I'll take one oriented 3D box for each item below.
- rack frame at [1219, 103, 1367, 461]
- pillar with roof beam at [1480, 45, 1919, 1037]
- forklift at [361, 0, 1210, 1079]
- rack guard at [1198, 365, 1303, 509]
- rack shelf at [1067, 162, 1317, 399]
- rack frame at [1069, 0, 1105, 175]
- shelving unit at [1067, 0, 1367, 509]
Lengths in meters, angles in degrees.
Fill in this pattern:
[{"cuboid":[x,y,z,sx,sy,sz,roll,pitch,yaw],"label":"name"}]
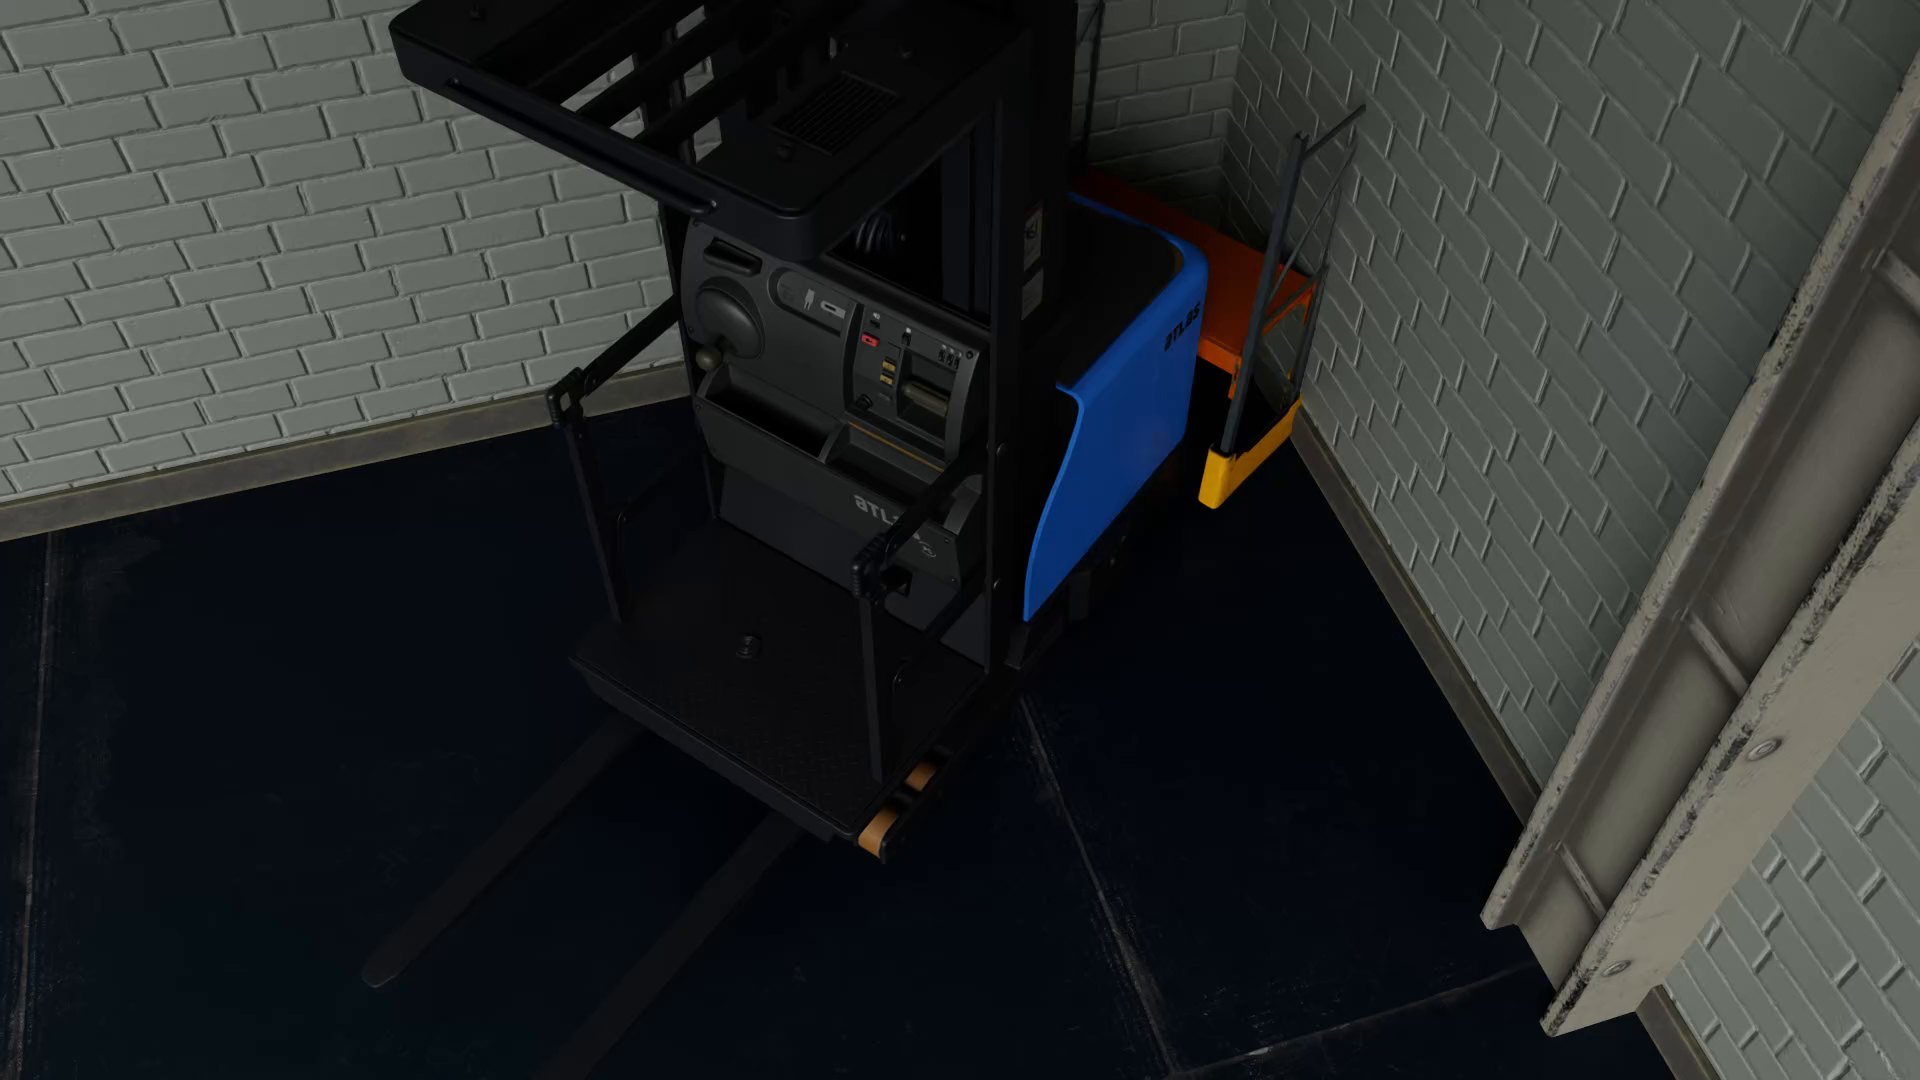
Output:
[{"cuboid":[1.077,-0.781,5.398,0.032,1.500,0.500,33,55,23],"label":"rack frame"},{"cuboid":[-2.399,-0.732,0.481,9.100,9.000,0.400,-13,51,-11],"label":"pillar with roof beam"},{"cuboid":[-0.472,-0.429,4.195,1.130,2.935,3.031,28,55,22],"label":"forklift"},{"cuboid":[1.047,-0.370,5.868,0.087,0.250,0.587,33,55,23],"label":"rack guard"},{"cuboid":[0.677,-0.917,5.732,1.000,0.185,0.538,33,55,23],"label":"rack shelf"},{"cuboid":[0.293,-1.290,5.796,0.032,1.500,0.500,33,55,23],"label":"rack frame"},{"cuboid":[0.692,-1.031,5.593,1.083,1.500,0.587,33,55,23],"label":"shelving unit"}]
